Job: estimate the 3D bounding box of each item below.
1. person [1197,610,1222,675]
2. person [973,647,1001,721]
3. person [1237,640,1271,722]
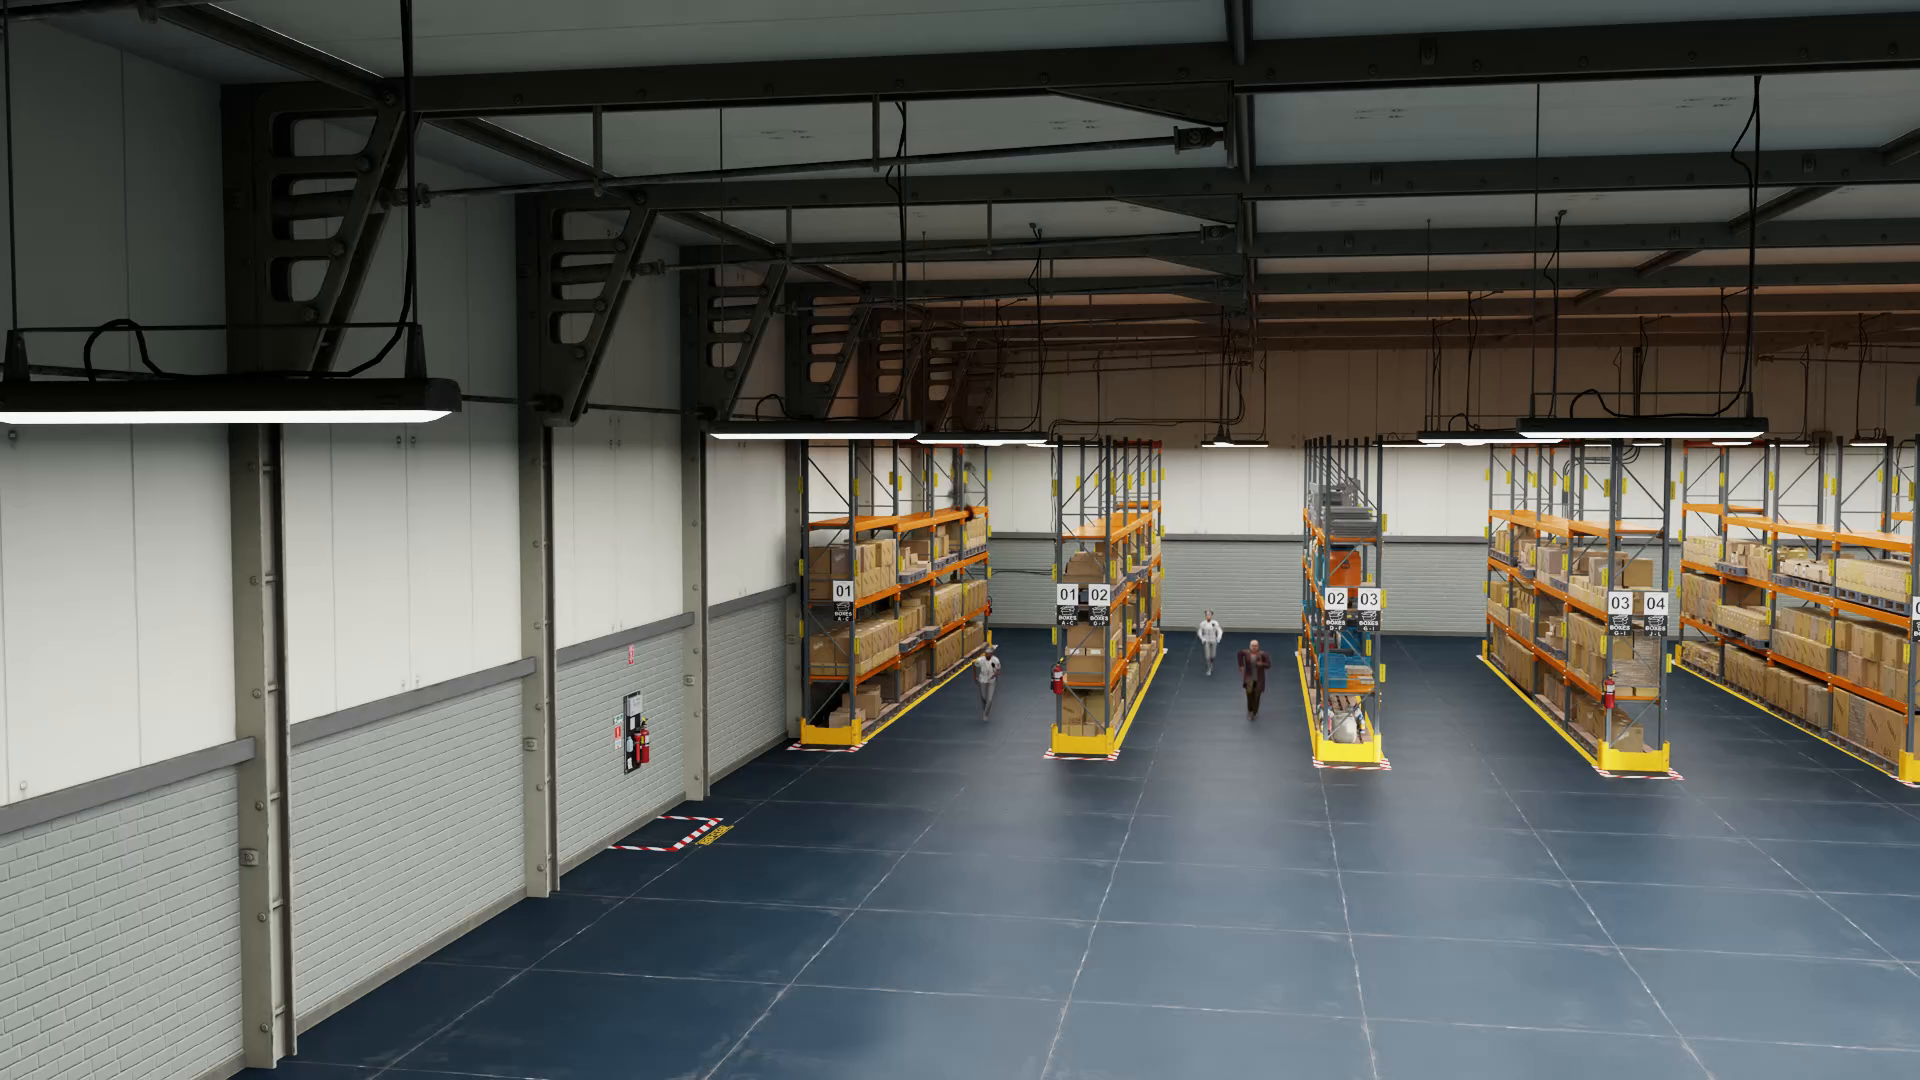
[{"bbox_3d":[6.362,2.610,42.388,0.624,1.664,0.494,1,3,10],"label":"person"},{"bbox_3d":[0.578,3.031,35.208,0.563,1.617,0.691,0,3,-7],"label":"person"},{"bbox_3d":[6.194,2.954,35.050,0.691,1.736,0.988,0,3,9],"label":"person"}]
